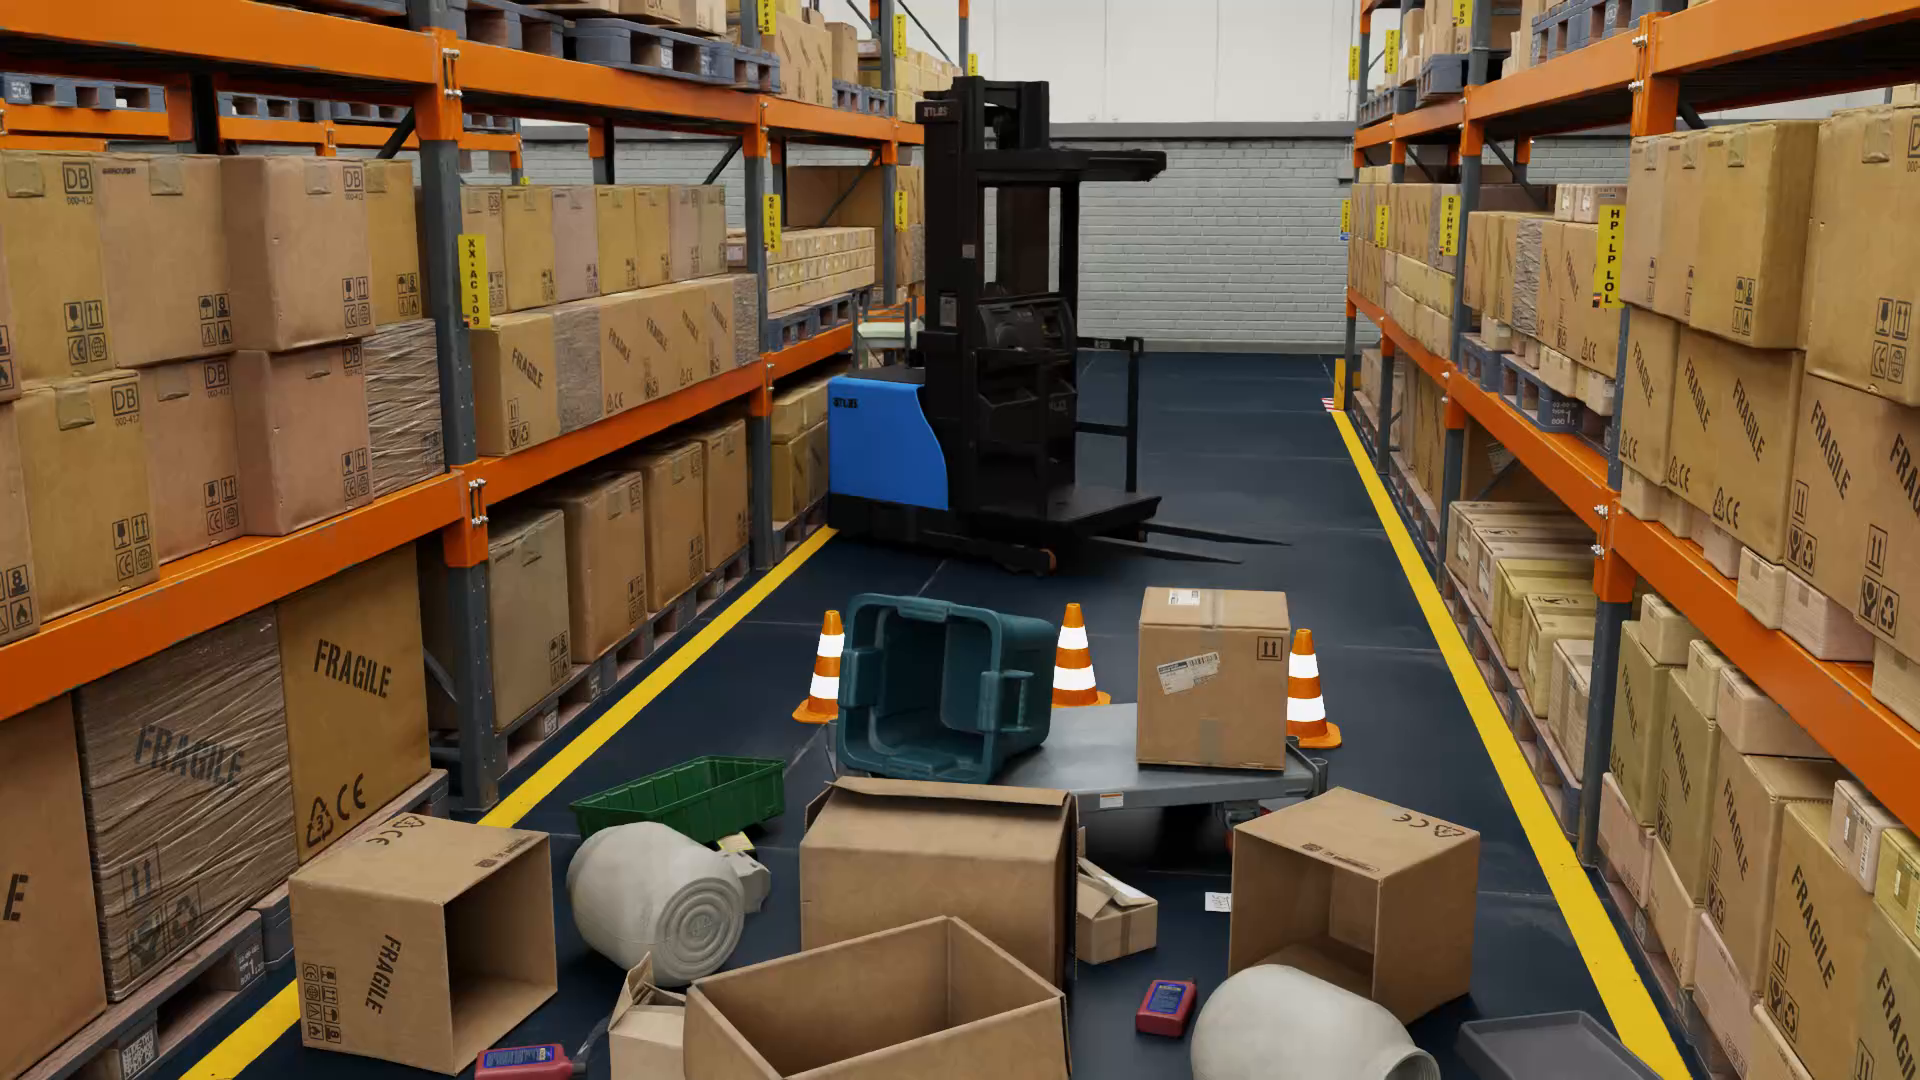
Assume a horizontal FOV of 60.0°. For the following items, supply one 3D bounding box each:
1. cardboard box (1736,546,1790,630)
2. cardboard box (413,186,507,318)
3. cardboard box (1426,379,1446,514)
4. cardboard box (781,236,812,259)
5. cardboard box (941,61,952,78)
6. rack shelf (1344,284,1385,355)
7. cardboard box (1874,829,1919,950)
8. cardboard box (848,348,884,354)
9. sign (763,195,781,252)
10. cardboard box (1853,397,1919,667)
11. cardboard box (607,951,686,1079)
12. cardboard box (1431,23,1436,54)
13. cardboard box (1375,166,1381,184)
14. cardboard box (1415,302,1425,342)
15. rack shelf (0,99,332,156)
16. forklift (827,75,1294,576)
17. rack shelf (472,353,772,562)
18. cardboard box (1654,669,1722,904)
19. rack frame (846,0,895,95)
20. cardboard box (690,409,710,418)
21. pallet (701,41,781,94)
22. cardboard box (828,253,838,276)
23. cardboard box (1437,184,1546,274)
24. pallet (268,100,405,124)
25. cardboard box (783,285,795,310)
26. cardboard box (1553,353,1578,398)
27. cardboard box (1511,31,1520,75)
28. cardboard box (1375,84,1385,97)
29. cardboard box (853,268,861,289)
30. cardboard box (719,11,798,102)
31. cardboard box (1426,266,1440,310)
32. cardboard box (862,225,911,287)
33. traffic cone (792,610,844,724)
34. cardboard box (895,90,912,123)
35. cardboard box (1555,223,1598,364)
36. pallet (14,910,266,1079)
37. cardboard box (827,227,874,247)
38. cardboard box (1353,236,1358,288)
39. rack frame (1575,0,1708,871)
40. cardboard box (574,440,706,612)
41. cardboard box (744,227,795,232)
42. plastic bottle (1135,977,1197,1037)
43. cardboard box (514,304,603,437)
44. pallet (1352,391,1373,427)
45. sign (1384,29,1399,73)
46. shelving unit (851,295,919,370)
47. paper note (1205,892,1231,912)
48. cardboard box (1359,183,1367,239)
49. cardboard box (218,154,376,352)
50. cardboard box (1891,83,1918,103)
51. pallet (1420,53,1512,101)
[{"bbox_3d":[2.076,0.117,3.928,0.380,0.149,0.250,2,12,9],"label":"cardboard box"},{"bbox_3d":[-2.189,-1.108,6.403,0.700,0.500,0.500,2,12,8],"label":"cardboard box"},{"bbox_3d":[3.592,-0.653,10.950,0.875,0.875,0.875,2,12,9],"label":"cardboard box"},{"bbox_3d":[-1.220,-1.981,11.252,0.380,0.149,0.250,2,12,11],"label":"cardboard box"},{"bbox_3d":[-0.282,-4.558,16.126,0.380,0.149,0.250,2,12,10],"label":"cardboard box"},{"bbox_3d":[4.185,-2.057,15.127,1.077,0.370,4.000,2,12,9],"label":"rack shelf"},{"bbox_3d":[1.929,0.655,3.046,0.380,0.149,0.250,2,12,10],"label":"cardboard box"},{"bbox_3d":[-0.919,-1.859,16.859,0.380,0.149,0.250,2,12,8],"label":"cardboard box"},{"bbox_3d":[-1.096,-1.848,9.700,0.100,0.325,0.005,2,12,9],"label":"sign"},{"bbox_3d":[2.005,-0.019,3.017,0.500,0.500,0.500,2,12,8],"label":"cardboard box"},{"bbox_3d":[-0.704,1.287,4.389,0.396,0.266,0.258,4,13,18],"label":"cardboard box"},{"bbox_3d":[3.128,-3.064,10.292,0.396,0.266,0.258,2,12,7],"label":"cardboard box"},{"bbox_3d":[3.892,-3.237,14.745,0.380,0.149,0.250,2,12,9],"label":"cardboard box"},{"bbox_3d":[3.240,-1.411,10.778,0.500,0.250,0.500,2,12,8],"label":"cardboard box"},{"bbox_3d":[-6.222,-3.012,12.437,1.077,0.370,4.000,2,12,9],"label":"rack shelf"},{"bbox_3d":[0.587,-1.340,10.255,3.031,2.935,1.130,9,15,37],"label":"forklift"},{"bbox_3d":[-1.952,-0.531,8.046,1.077,0.370,4.000,2,12,9],"label":"rack shelf"},{"bbox_3d":[2.219,0.671,4.510,0.500,0.500,0.500,2,12,11],"label":"cardboard box"},{"bbox_3d":[-1.029,-5.065,13.133,1.000,3.000,0.127,2,12,9],"label":"rack frame"},{"bbox_3d":[-1.798,-0.800,10.742,0.500,0.250,0.500,2,12,7],"label":"cardboard box"},{"bbox_3d":[-1.691,-2.537,8.976,1.213,0.211,1.003,2,12,11],"label":"pallet"},{"bbox_3d":[-1.095,-1.996,12.028,0.380,0.149,0.250,2,12,9],"label":"cardboard box"},{"bbox_3d":[3.083,-1.814,9.678,0.500,0.500,0.500,2,12,7],"label":"cardboard box"},{"bbox_3d":[-5.779,-3.907,15.091,1.003,0.211,1.213,2,12,9],"label":"pallet"},{"bbox_3d":[-1.294,-1.580,10.806,0.380,0.149,0.250,3,12,11],"label":"cardboard box"},{"bbox_3d":[2.516,-0.635,6.419,0.380,0.149,0.250,2,12,8],"label":"cardboard box"},{"bbox_3d":[3.007,-2.447,8.428,0.396,0.266,0.258,2,12,9],"label":"cardboard box"},{"bbox_3d":[4.098,-4.204,15.622,0.380,0.149,0.250,2,12,11],"label":"cardboard box"},{"bbox_3d":[-0.974,-2.019,12.843,0.380,0.149,0.250,2,12,8],"label":"cardboard box"},{"bbox_3d":[-1.294,-2.925,10.087,0.500,0.500,0.500,2,12,9],"label":"cardboard box"},{"bbox_3d":[3.161,-1.547,10.220,0.500,0.250,0.500,2,12,7],"label":"cardboard box"},{"bbox_3d":[-0.704,-2.421,14.164,0.500,0.500,0.500,2,12,8],"label":"cardboard box"},{"bbox_3d":[-0.561,0.543,7.374,0.336,0.463,0.334,2,12,9],"label":"traffic cone"},{"bbox_3d":[-0.697,-3.613,13.873,0.500,0.250,0.500,3,12,12],"label":"cardboard box"},{"bbox_3d":[2.566,-0.934,6.265,0.500,0.500,0.500,2,12,9],"label":"cardboard box"},{"bbox_3d":[-2.639,1.307,4.427,1.003,0.211,1.213,2,12,9],"label":"pallet"},{"bbox_3d":[-0.898,-2.415,13.268,0.380,0.149,0.250,2,12,11],"label":"cardboard box"},{"bbox_3d":[4.085,-2.677,16.059,0.500,0.500,0.500,2,12,8],"label":"cardboard box"},{"bbox_3d":[2.647,-0.327,5.392,1.000,3.000,0.127,2,12,9],"label":"rack frame"},{"bbox_3d":[-1.958,-0.099,8.675,1.050,0.750,0.750,2,12,10],"label":"cardboard box"},{"bbox_3d":[-1.544,-2.438,13.374,0.380,0.149,0.250,3,12,12],"label":"cardboard box"},{"bbox_3d":[0.595,1.317,4.737,0.133,0.061,0.283,4,13,18],"label":"plastic bottle"},{"bbox_3d":[-1.836,-0.721,6.983,0.500,0.500,0.500,2,12,9],"label":"cardboard box"},{"bbox_3d":[4.447,-1.293,16.492,1.003,0.211,1.213,2,12,9],"label":"pallet"},{"bbox_3d":[3.329,-3.768,12.822,0.100,0.325,0.005,2,12,9],"label":"sign"},{"bbox_3d":[-0.532,-0.997,12.059,0.431,1.500,0.755,0,12,2],"label":"shelving unit"},{"bbox_3d":[0.880,1.179,5.449,0.148,0.019,0.142,2,12,9],"label":"paper note"},{"bbox_3d":[3.993,-3.057,15.447,0.500,0.500,0.500,2,12,8],"label":"cardboard box"},{"bbox_3d":[-2.320,-0.874,5.009,0.875,0.550,0.550,2,12,9],"label":"cardboard box"},{"bbox_3d":[9.059,-4.120,15.521,0.500,0.250,0.500,2,12,8],"label":"cardboard box"},{"bbox_3d":[3.309,-2.670,9.589,1.213,0.211,1.003,2,12,11],"label":"pallet"}]
